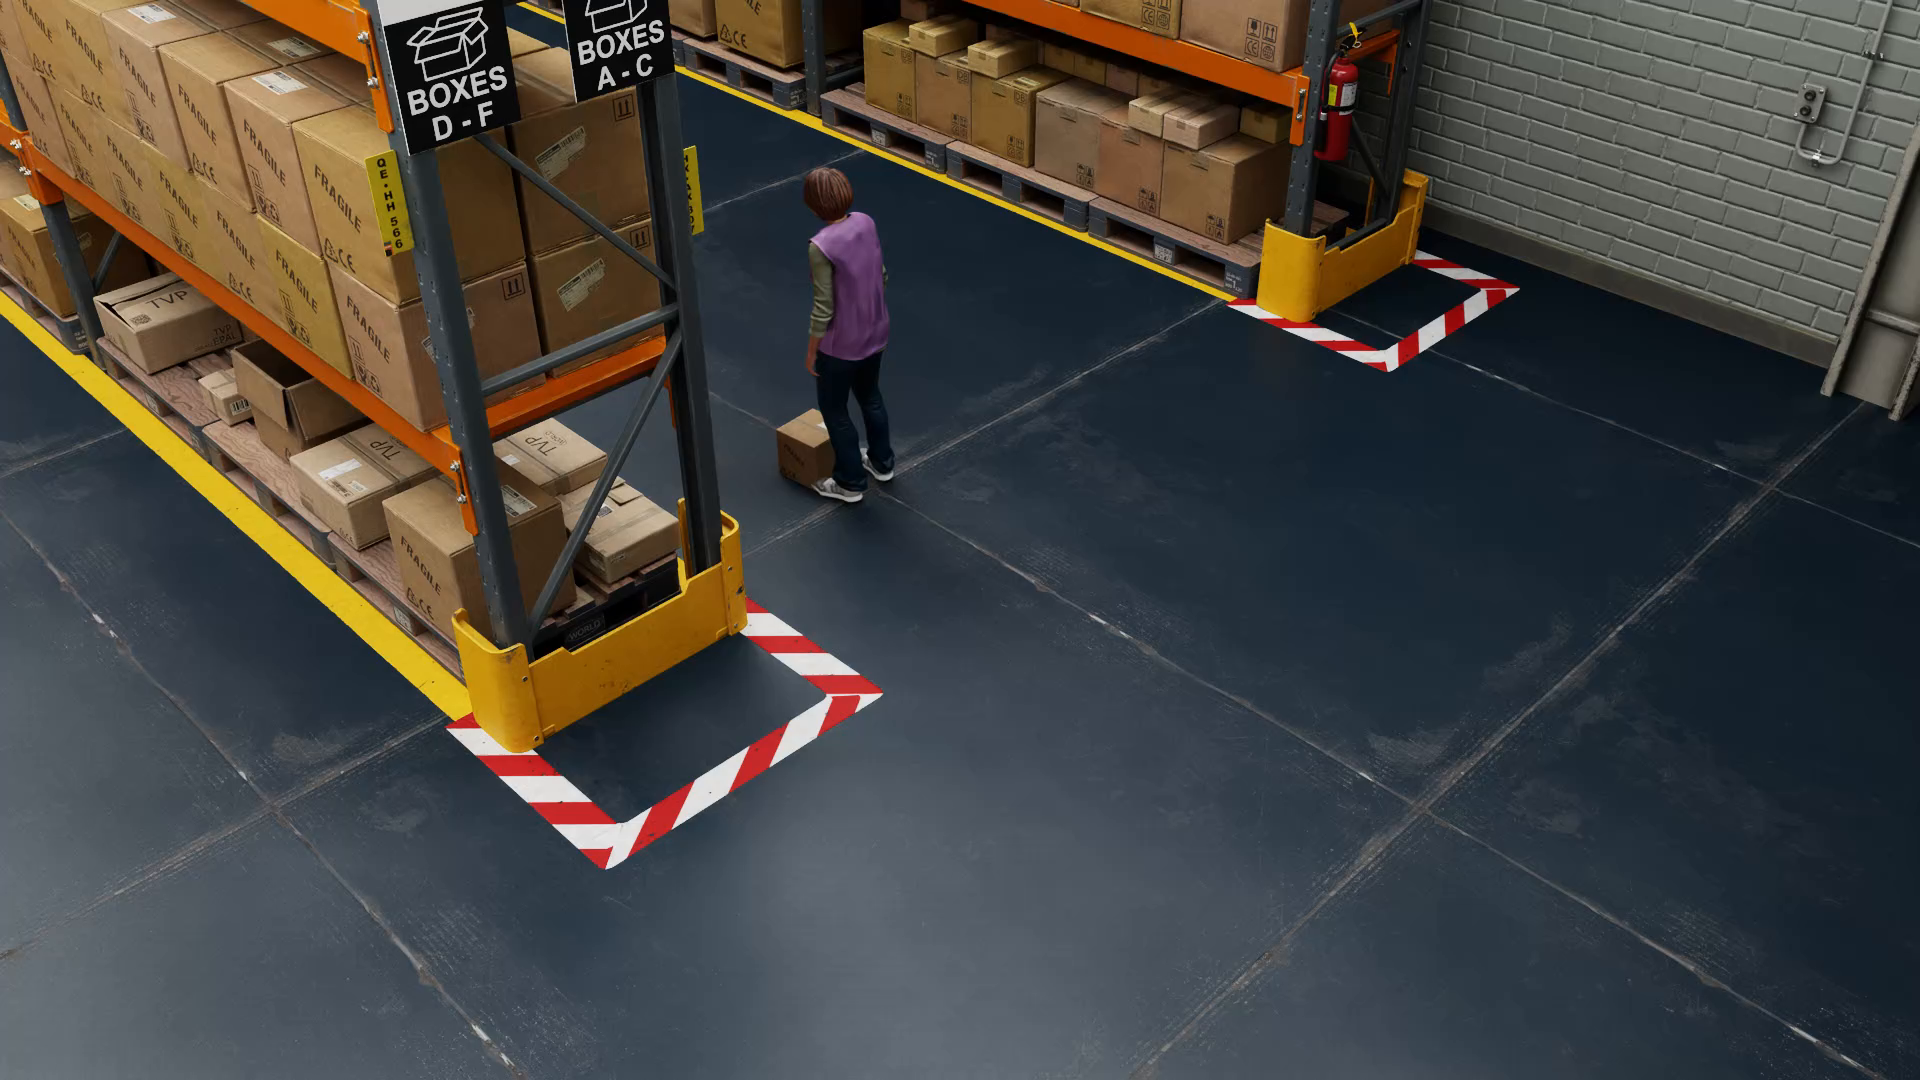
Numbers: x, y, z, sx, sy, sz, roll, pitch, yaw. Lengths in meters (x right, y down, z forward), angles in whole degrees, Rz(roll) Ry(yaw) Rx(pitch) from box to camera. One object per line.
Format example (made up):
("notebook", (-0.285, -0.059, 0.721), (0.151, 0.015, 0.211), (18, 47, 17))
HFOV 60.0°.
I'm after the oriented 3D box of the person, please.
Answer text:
("person", (-0.494, -0.892, 7.386), (0.341, 1.594, 0.486), (25, 43, 30))
